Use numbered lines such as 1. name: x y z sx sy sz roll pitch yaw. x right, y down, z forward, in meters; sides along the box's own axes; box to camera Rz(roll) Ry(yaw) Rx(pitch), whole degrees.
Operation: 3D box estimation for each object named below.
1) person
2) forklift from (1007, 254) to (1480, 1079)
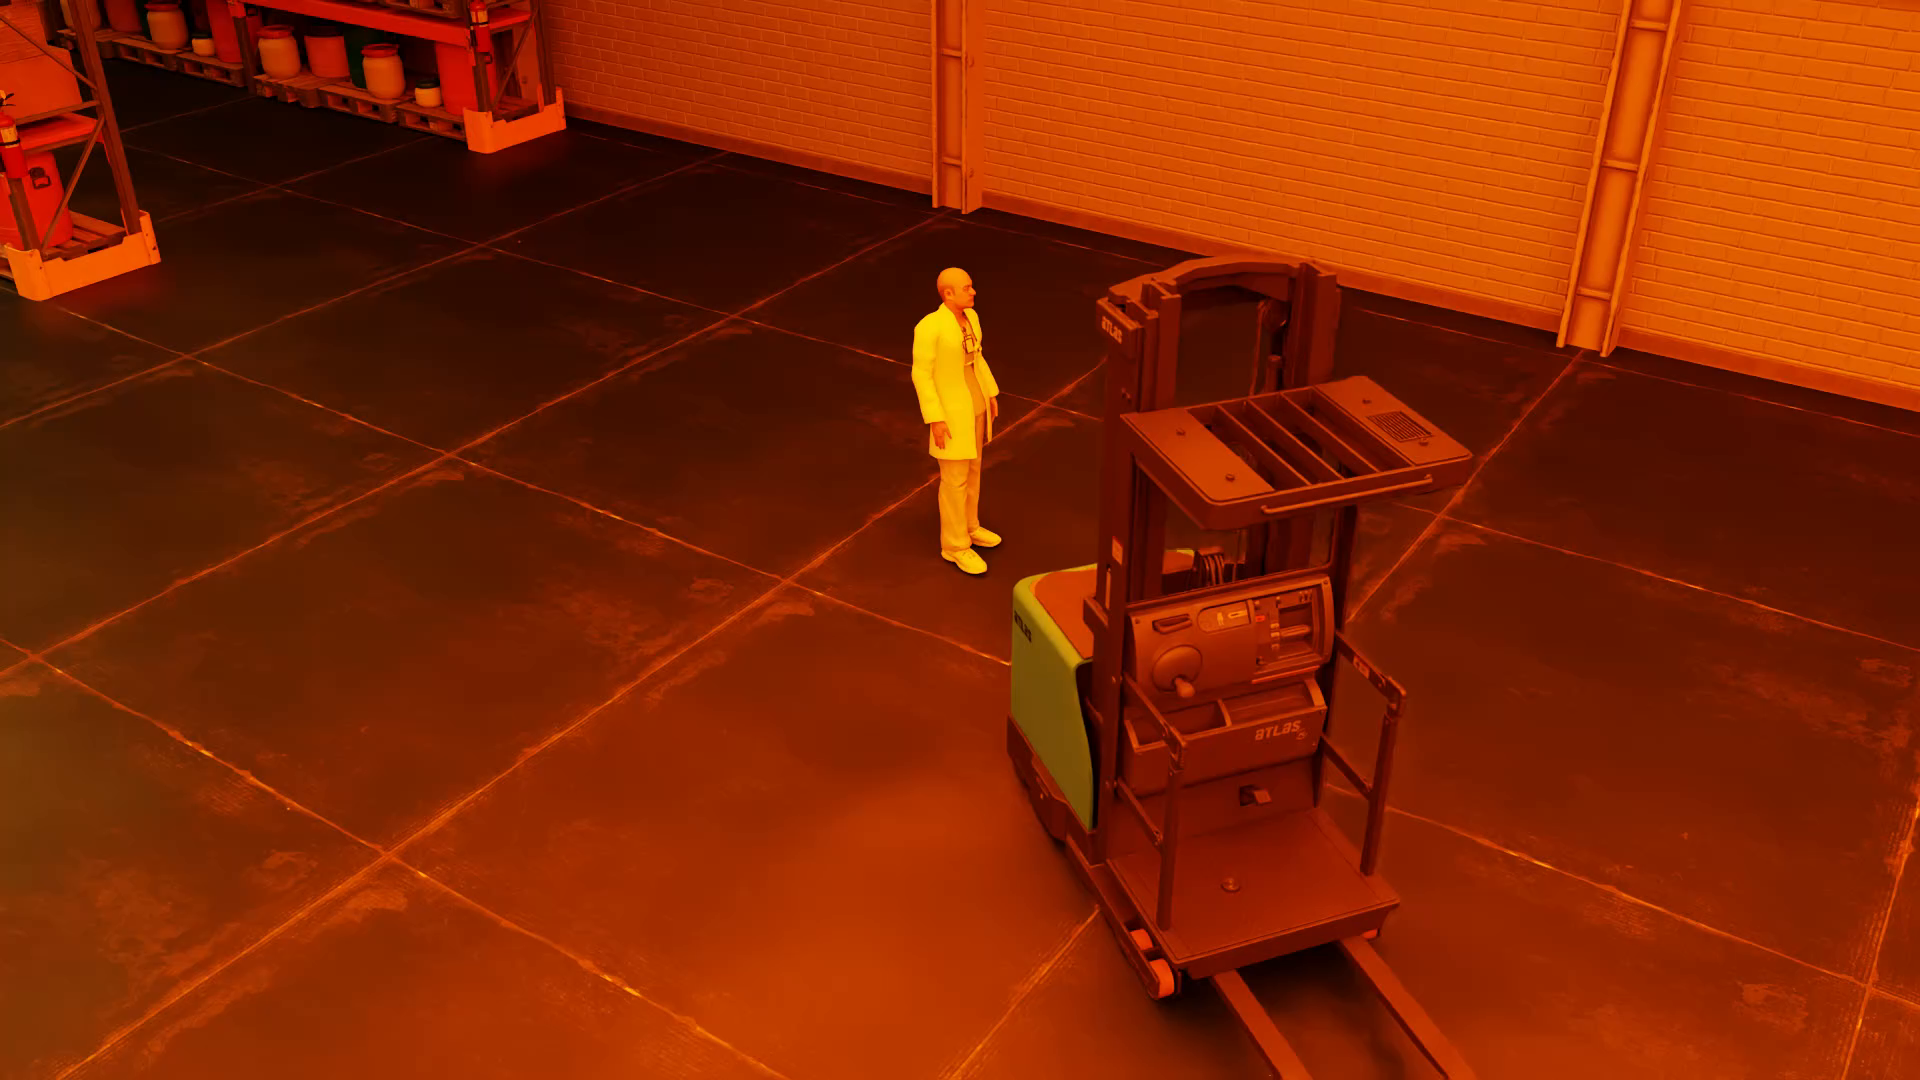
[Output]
1. person: 0.072 -0.748 10.003 0.581 1.776 0.696 19 35 29
2. forklift: 1.223 0.458 6.792 1.130 2.935 3.031 -10 32 -17
